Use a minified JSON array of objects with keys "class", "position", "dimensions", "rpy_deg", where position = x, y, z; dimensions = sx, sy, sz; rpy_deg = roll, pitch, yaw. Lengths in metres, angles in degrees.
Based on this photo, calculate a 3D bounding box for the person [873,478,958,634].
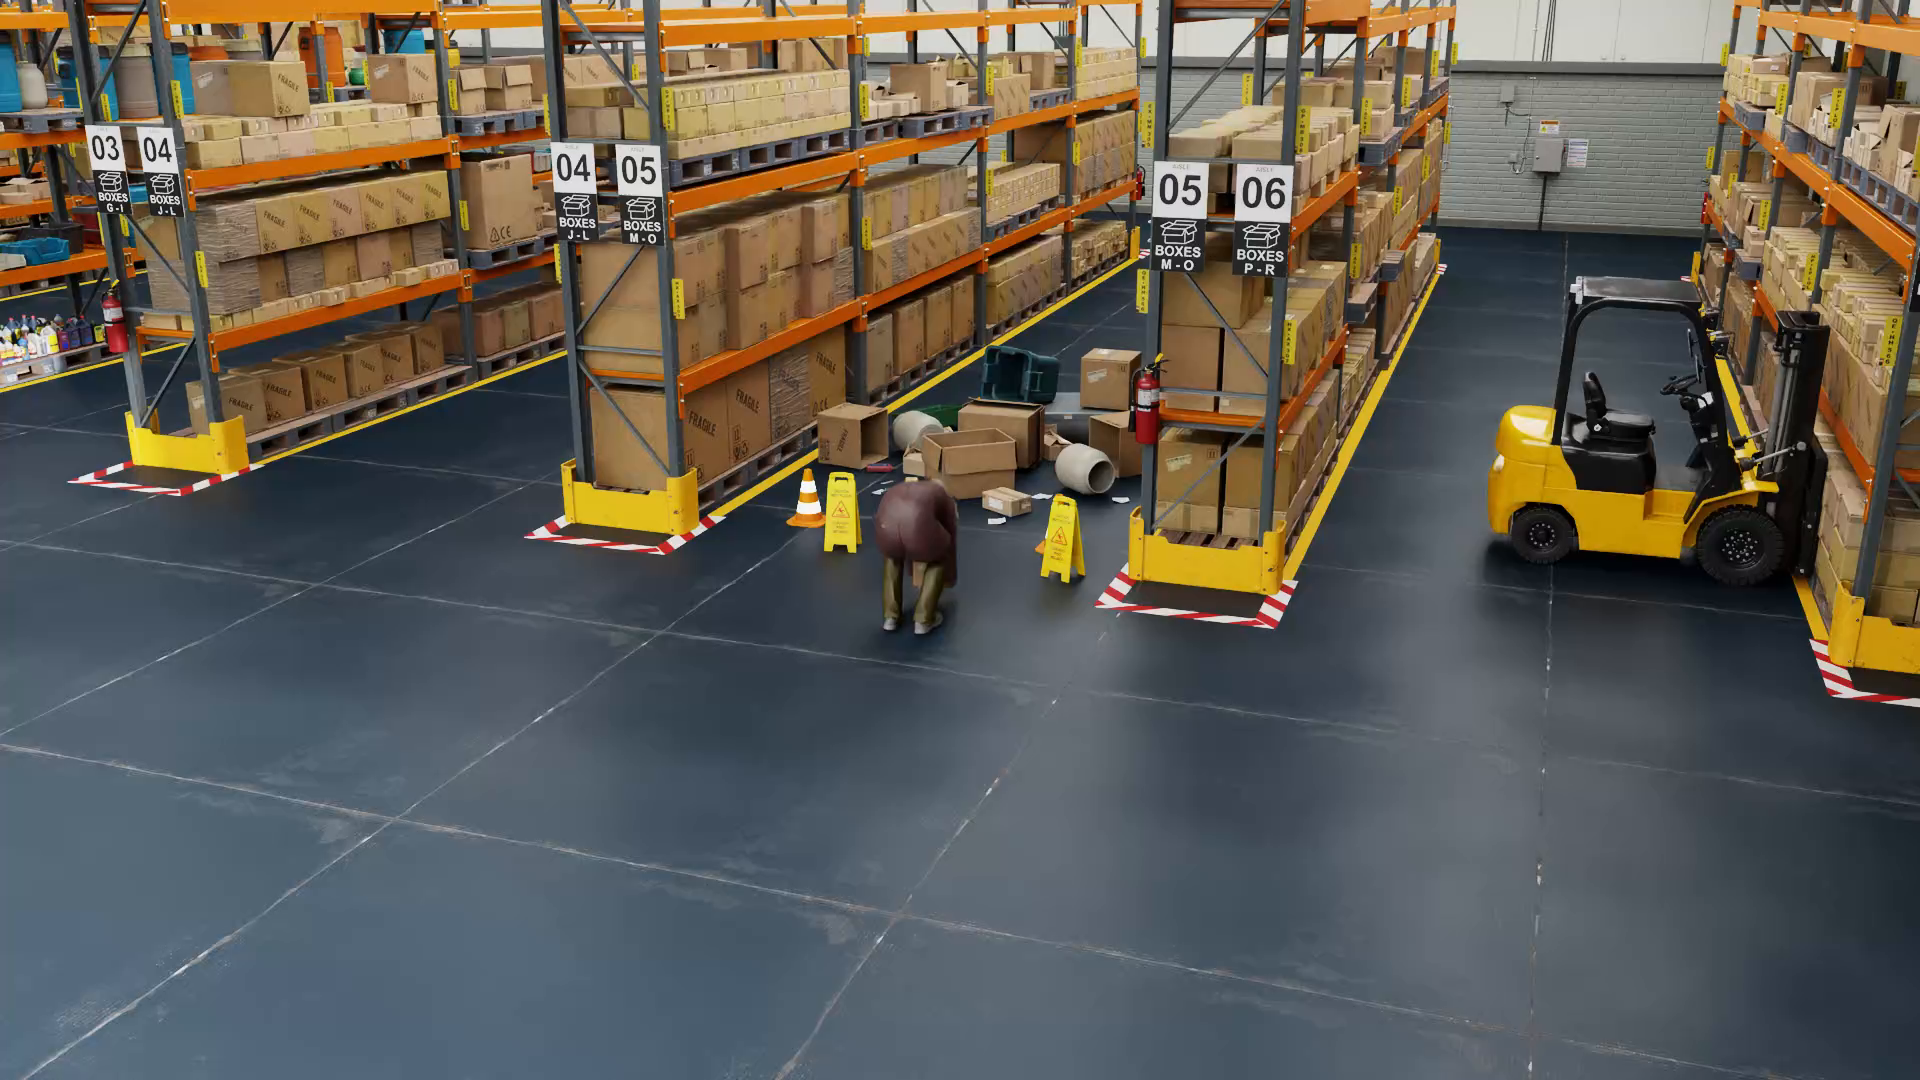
[{"class":"person","position":[-0.291,0.050,12.041],"dimensions":[0.580,1.078,0.949],"rpy_deg":[5,19,16]}]
